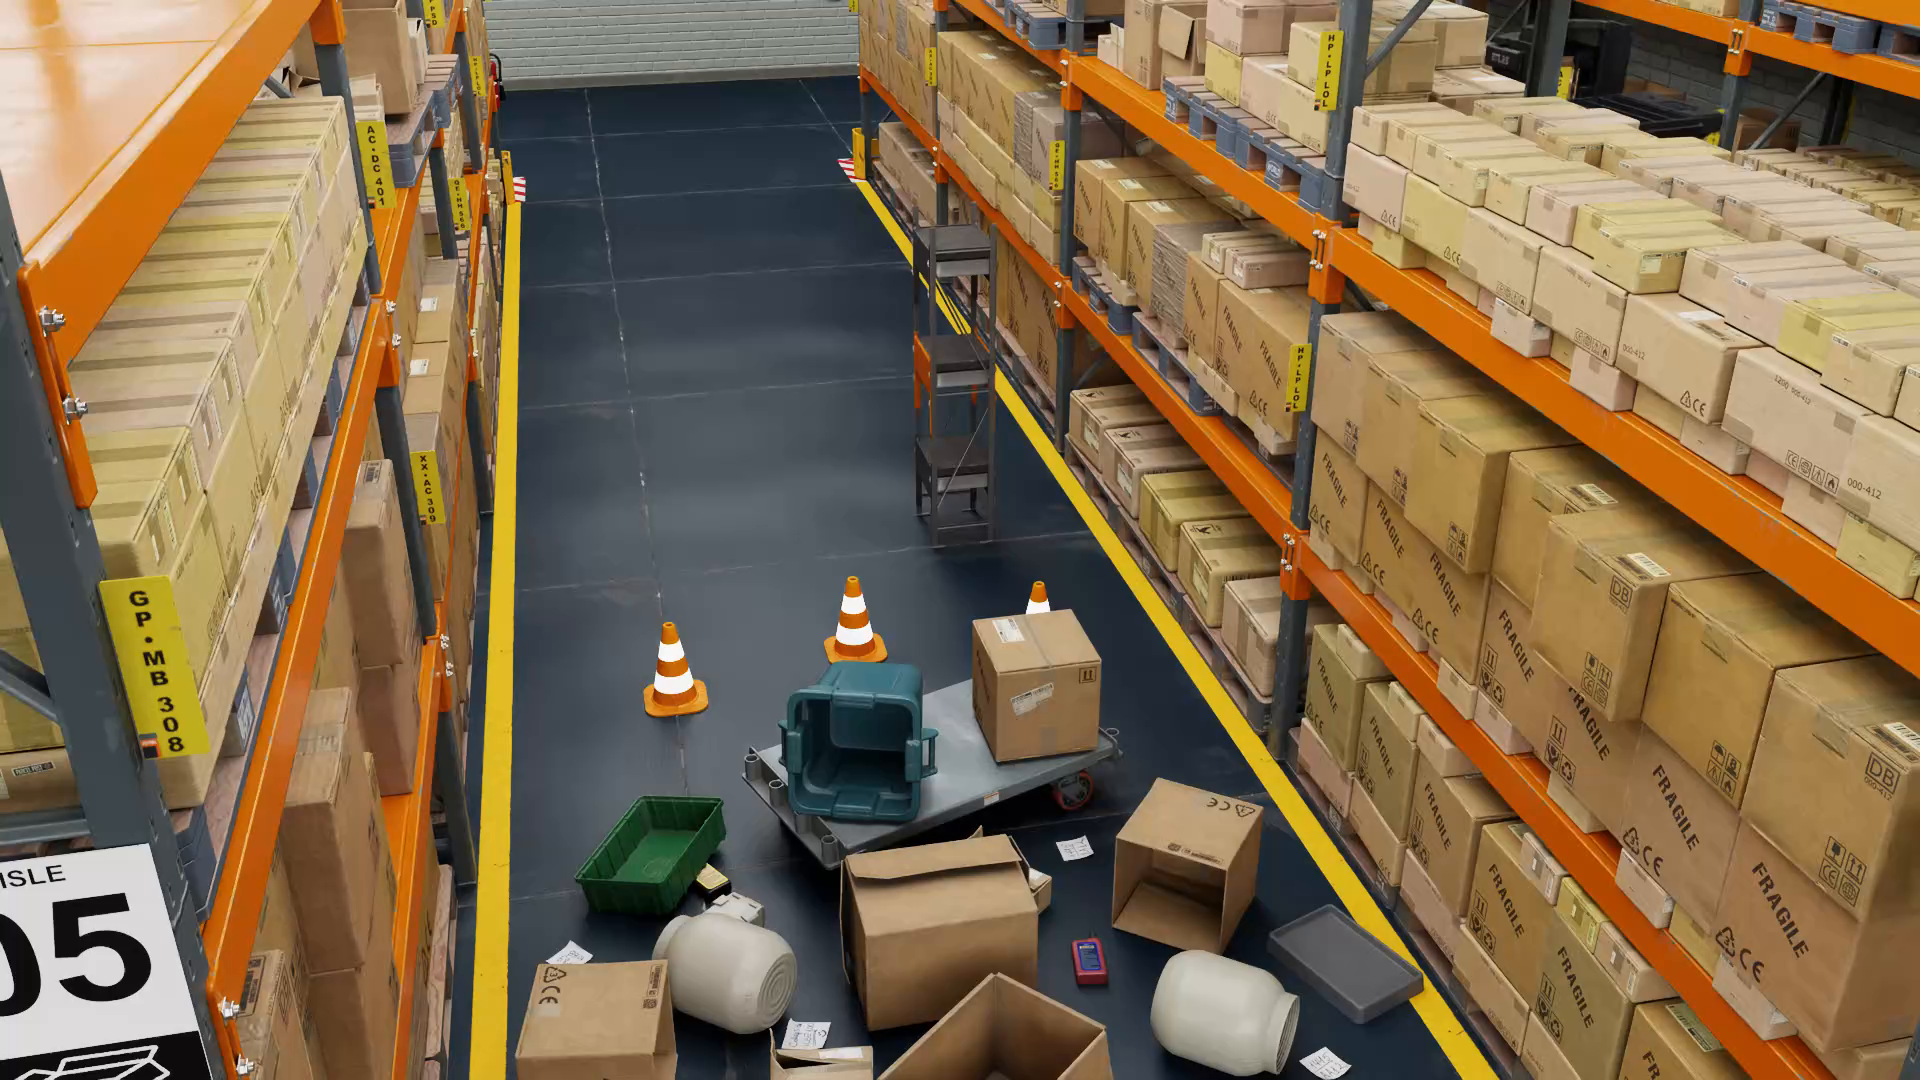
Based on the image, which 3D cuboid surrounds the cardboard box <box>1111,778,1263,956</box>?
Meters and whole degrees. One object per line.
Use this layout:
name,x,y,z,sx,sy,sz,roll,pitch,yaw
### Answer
cardboard box,1.002,1.443,7.333,0.500,0.500,0.500,13,30,24

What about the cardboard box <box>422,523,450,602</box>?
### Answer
cardboard box,-2.570,-0.036,7.381,0.500,0.500,0.500,-6,27,-11

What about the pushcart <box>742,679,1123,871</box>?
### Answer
pushcart,-0.124,1.144,8.064,1.648,0.377,0.936,-16,31,-29

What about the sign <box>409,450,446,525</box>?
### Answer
sign,-2.173,-0.212,6.792,0.100,0.325,0.005,-6,27,-12

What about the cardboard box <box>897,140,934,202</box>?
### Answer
cardboard box,-0.157,-3.911,17.547,0.875,0.438,0.875,-5,27,-10

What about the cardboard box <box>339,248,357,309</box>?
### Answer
cardboard box,-2.203,-0.841,5.459,0.380,0.149,0.250,-6,27,-11

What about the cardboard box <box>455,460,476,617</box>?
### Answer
cardboard box,-3.365,-0.012,9.476,1.050,0.750,0.750,-6,27,-11

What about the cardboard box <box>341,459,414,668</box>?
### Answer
cardboard box,-2.427,0.113,5.832,0.875,0.550,0.550,-6,27,-12

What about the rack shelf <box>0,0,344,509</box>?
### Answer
rack shelf,-2.263,-1.033,4.053,1.077,0.370,4.000,-6,27,-12

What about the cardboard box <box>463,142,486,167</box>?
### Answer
cardboard box,-4.262,-3.290,14.219,0.380,0.149,0.250,-5,27,-10

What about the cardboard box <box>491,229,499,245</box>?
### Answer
cardboard box,-4.618,-2.918,15.900,0.380,0.149,0.250,-7,28,-13

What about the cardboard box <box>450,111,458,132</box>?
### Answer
cardboard box,-4.175,-3.312,13.135,0.380,0.149,0.250,-7,28,-13

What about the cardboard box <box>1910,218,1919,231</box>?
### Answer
cardboard box,6.176,-1.914,10.382,0.380,0.149,0.250,-7,28,-13

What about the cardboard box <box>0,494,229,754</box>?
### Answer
cardboard box,-1.671,0.148,3.058,0.500,0.250,0.500,-6,27,-12

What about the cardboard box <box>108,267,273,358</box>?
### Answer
cardboard box,-1.863,-0.529,3.957,0.380,0.149,0.250,-6,27,-12

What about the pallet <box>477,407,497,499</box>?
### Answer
pallet,-3.790,-0.587,11.679,1.003,0.211,1.213,-6,27,-12

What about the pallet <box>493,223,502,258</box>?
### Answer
pallet,-4.981,-2.828,16.119,1.003,0.211,1.213,-6,27,-12

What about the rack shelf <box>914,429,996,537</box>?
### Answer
rack shelf,-0.037,-0.373,10.742,0.431,0.518,0.480,-6,27,-12

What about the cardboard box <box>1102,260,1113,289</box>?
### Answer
cardboard box,1.125,-1.697,10.597,0.380,0.149,0.250,-8,28,-15

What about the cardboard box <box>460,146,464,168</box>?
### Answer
cardboard box,-4.175,-3.052,13.281,0.380,0.149,0.250,-6,27,-11

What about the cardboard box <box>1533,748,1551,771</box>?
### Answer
cardboard box,2.370,0.773,6.169,0.380,0.149,0.250,-6,27,-12

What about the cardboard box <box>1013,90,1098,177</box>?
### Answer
cardboard box,0.690,-2.952,12.049,0.500,0.500,0.500,-5,27,-11

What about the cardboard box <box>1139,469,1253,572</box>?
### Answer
cardboard box,1.642,-0.145,10.158,0.950,0.372,0.625,-5,27,-10

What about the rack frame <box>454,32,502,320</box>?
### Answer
rack frame,-4.517,-3.245,13.850,1.000,3.000,0.127,-6,27,-12

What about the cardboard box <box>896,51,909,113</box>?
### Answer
cardboard box,-0.319,-4.459,16.144,0.500,0.500,0.500,-6,27,-12

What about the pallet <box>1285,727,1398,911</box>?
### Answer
pallet,2.272,1.256,8.027,1.003,0.211,1.213,-6,27,-12

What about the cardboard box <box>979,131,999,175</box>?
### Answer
cardboard box,0.456,-3.054,13.084,0.500,0.250,0.500,-7,28,-13

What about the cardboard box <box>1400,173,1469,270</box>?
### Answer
cardboard box,2.044,-1.238,6.382,0.500,0.250,0.500,-6,27,-12

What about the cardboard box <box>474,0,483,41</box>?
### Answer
cardboard box,-4.832,-4.999,15.775,0.500,0.500,0.500,-5,27,-9

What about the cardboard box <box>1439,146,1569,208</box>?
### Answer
cardboard box,2.010,-1.345,6.152,0.380,0.149,0.250,-6,27,-12

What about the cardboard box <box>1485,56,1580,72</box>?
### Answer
cardboard box,5.126,-4.067,14.902,0.700,0.500,0.500,-6,27,-11

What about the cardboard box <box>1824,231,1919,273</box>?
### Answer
cardboard box,2.925,-0.848,5.167,0.380,0.149,0.250,-5,27,-10

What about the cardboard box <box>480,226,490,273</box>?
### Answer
cardboard box,-4.102,-2.350,13.553,0.500,0.250,0.500,-7,28,-13

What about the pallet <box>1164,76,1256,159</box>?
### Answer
pallet,1.814,-2.272,8.802,1.213,0.211,1.003,-6,27,-12

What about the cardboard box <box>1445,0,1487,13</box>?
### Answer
cardboard box,5.042,-5.379,17.082,0.500,0.500,0.500,-7,28,-13

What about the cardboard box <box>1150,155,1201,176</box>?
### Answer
cardboard box,1.558,-2.230,10.931,0.500,0.500,0.500,-7,28,-13

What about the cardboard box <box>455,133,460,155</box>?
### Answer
cardboard box,-4.121,-3.074,12.993,0.380,0.149,0.250,-5,27,-9

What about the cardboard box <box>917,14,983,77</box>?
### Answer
cardboard box,-0.092,-4.462,15.041,0.500,0.500,0.500,-6,27,-12

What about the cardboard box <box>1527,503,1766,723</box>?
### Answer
cardboard box,2.338,0.214,5.447,0.700,0.500,0.500,-6,27,-12

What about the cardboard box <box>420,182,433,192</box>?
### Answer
cardboard box,-3.645,-2.278,11.087,0.380,0.149,0.250,-6,27,-12

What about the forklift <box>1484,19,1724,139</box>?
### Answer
forklift,4.216,-1.900,11.262,1.130,2.935,3.031,-10,28,-19

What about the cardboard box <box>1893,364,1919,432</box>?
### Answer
cardboard box,2.603,-0.343,4.165,0.380,0.149,0.250,-5,27,-11

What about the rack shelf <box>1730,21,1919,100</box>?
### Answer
rack shelf,6.471,-2.682,10.203,1.077,0.370,4.000,-6,27,-12

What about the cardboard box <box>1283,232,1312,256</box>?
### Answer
cardboard box,1.980,-1.643,9.050,0.380,0.149,0.250,-4,27,-9

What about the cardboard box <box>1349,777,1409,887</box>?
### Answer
cardboard box,2.087,1.280,7.471,0.500,0.250,0.500,-4,27,-9

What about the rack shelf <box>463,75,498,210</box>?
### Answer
rack shelf,-4.967,-3.802,15.752,1.077,0.370,4.000,-6,27,-12

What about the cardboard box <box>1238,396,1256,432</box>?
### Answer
cardboard box,1.659,-0.671,8.563,0.380,0.149,0.250,-7,28,-13

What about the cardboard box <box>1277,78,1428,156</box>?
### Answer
cardboard box,1.814,-1.981,7.718,0.500,0.250,0.500,-6,28,-13

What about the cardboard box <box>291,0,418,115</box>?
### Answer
cardboard box,-2.950,-2.370,8.100,0.500,0.500,0.500,-6,27,-12

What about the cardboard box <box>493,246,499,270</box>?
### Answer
cardboard box,-4.286,-2.484,14.711,0.380,0.149,0.250,-5,27,-9

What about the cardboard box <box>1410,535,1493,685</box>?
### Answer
cardboard box,2.150,0.204,6.576,0.500,0.500,0.500,-6,27,-12

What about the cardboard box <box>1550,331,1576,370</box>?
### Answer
cardboard box,2.265,-0.667,5.692,0.380,0.149,0.250,-6,27,-11

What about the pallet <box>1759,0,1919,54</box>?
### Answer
pallet,6.260,-3.508,11.251,1.213,0.211,1.003,-5,27,-9

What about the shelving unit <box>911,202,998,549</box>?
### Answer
shelving unit,-0.037,-1.010,10.421,0.431,2.100,0.503,-6,27,-12

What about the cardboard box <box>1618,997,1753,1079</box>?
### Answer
cardboard box,2.553,1.856,5.497,0.500,0.500,0.500,-6,27,-11

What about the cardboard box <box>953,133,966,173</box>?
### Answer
cardboard box,0.243,-3.278,14.082,0.500,0.250,0.500,-7,28,-13

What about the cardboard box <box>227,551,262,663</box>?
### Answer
cardboard box,-1.691,0.159,3.479,0.380,0.149,0.250,-6,27,-11
